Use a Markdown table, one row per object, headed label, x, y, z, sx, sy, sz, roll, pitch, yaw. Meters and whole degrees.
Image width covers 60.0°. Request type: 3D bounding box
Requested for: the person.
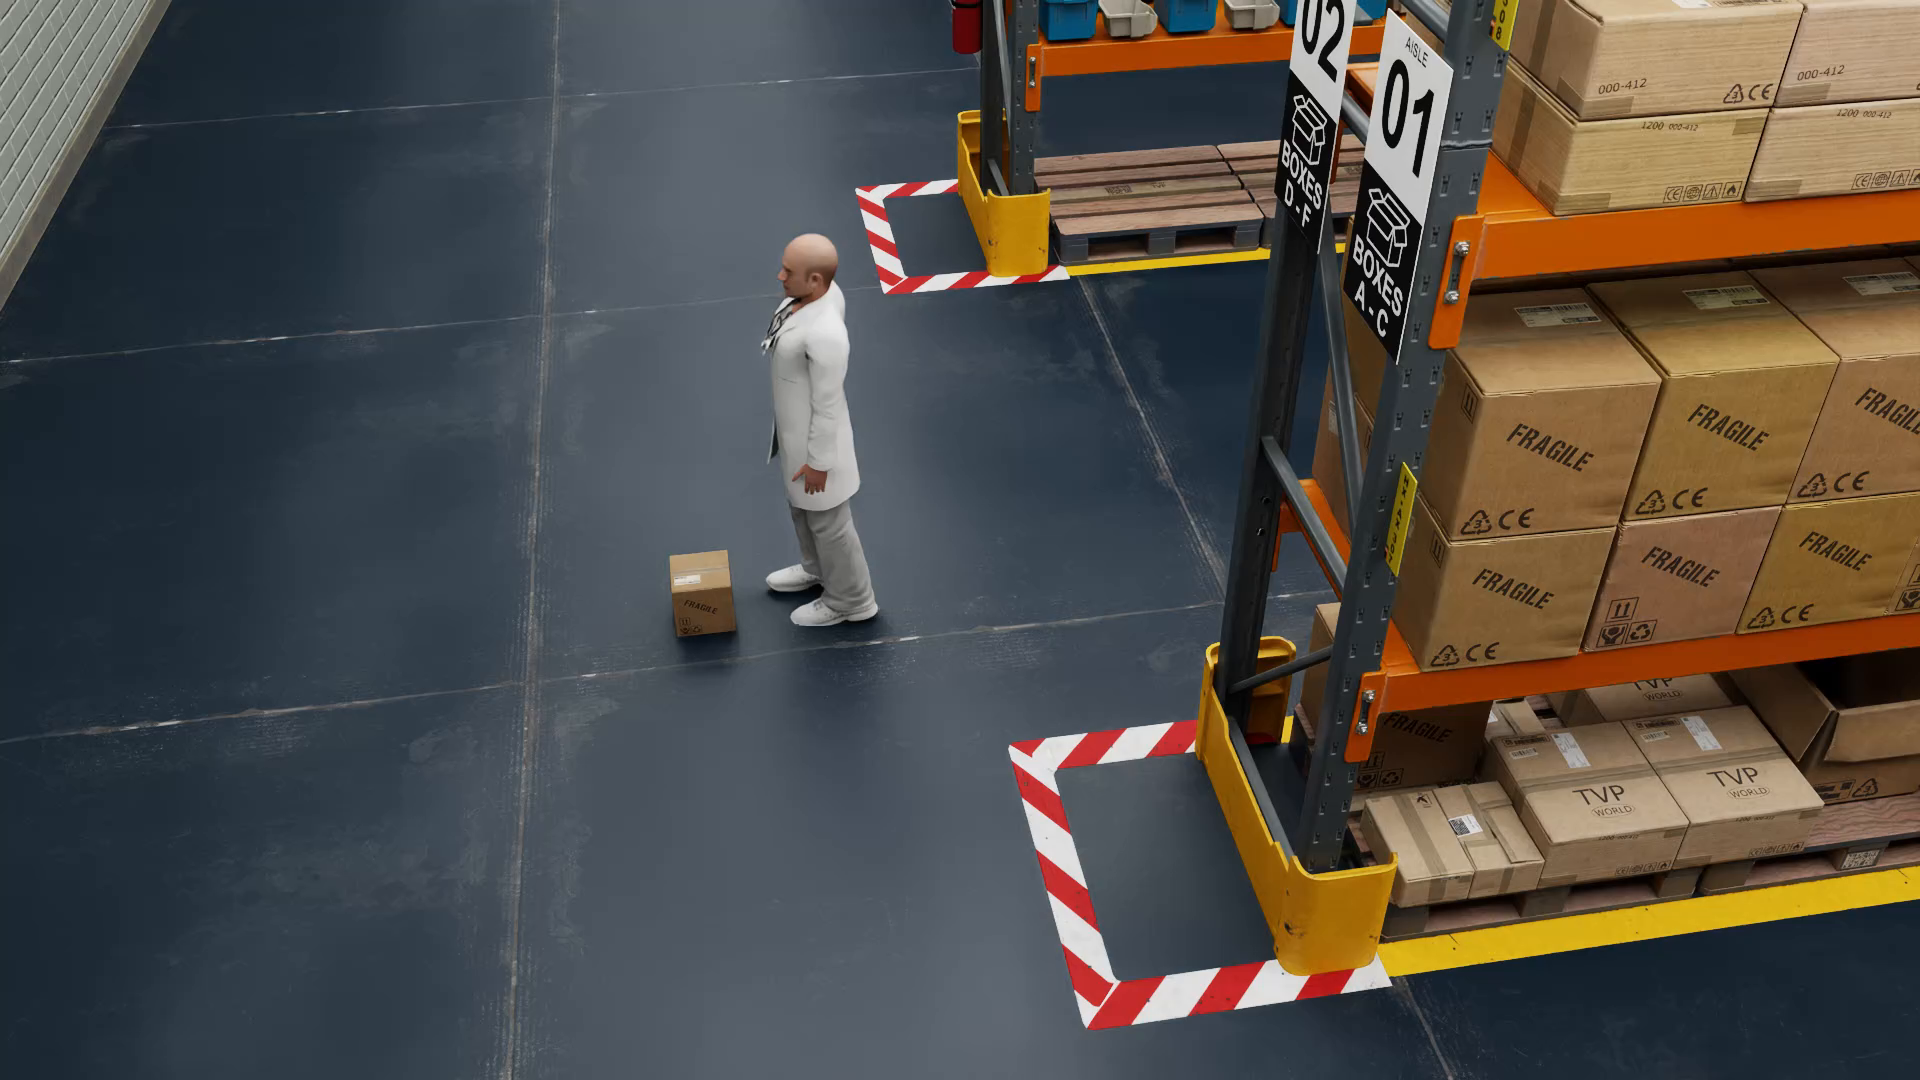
| label | x | y | z | sx | sy | sz | roll | pitch | yaw |
| --- | --- | --- | --- | --- | --- | --- | --- | --- | --- |
| person | -0.601 | -0.415 | 6.707 | 0.465 | 1.795 | 0.565 | -6 | 38 | -7 |
